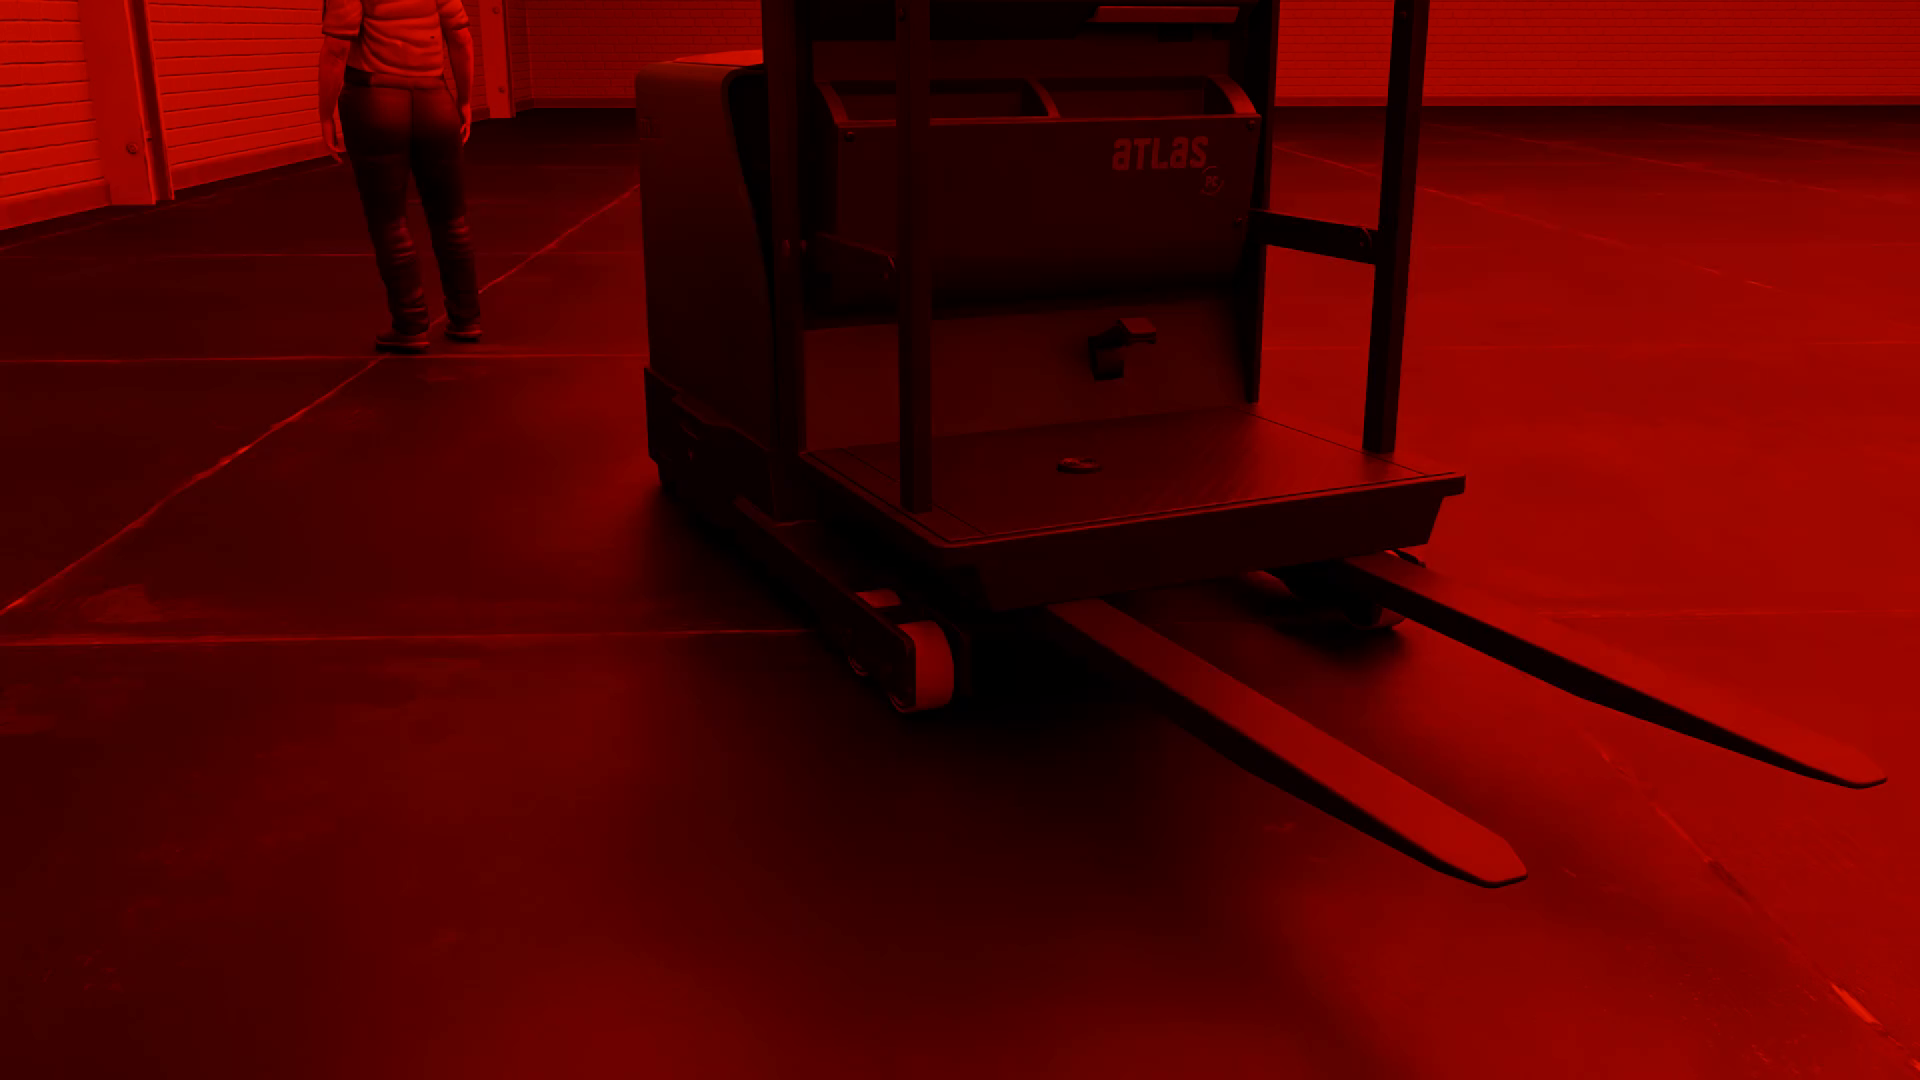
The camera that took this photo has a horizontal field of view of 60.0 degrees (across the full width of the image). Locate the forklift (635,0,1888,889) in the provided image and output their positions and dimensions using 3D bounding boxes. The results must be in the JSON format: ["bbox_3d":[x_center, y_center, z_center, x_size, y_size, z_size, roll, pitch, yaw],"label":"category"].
[{"bbox_3d":[0.258,-1.240,2.962,1.130,2.935,3.031,-8,19,-24],"label":"forklift"}]

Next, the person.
[{"bbox_3d":[-2.055,-1.526,6.066,0.598,1.651,0.502,-13,21,-36],"label":"person"}]
